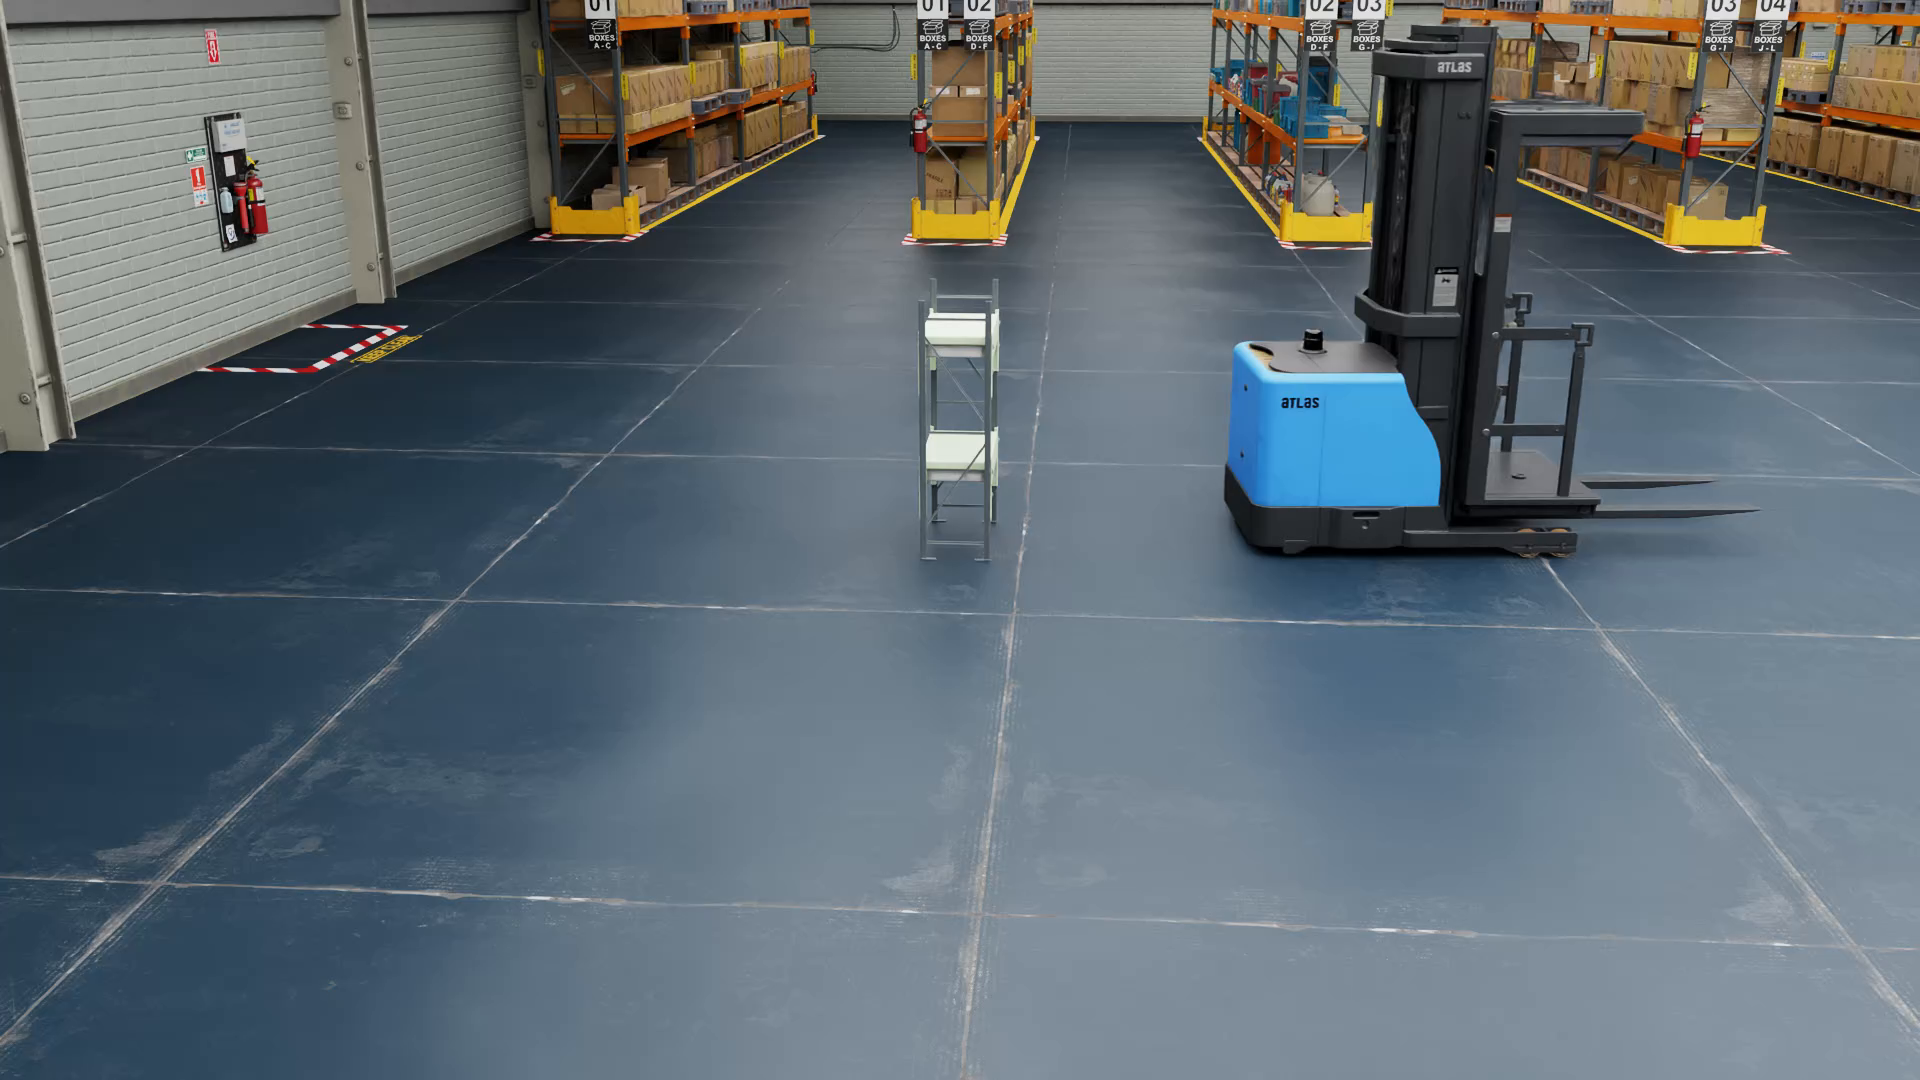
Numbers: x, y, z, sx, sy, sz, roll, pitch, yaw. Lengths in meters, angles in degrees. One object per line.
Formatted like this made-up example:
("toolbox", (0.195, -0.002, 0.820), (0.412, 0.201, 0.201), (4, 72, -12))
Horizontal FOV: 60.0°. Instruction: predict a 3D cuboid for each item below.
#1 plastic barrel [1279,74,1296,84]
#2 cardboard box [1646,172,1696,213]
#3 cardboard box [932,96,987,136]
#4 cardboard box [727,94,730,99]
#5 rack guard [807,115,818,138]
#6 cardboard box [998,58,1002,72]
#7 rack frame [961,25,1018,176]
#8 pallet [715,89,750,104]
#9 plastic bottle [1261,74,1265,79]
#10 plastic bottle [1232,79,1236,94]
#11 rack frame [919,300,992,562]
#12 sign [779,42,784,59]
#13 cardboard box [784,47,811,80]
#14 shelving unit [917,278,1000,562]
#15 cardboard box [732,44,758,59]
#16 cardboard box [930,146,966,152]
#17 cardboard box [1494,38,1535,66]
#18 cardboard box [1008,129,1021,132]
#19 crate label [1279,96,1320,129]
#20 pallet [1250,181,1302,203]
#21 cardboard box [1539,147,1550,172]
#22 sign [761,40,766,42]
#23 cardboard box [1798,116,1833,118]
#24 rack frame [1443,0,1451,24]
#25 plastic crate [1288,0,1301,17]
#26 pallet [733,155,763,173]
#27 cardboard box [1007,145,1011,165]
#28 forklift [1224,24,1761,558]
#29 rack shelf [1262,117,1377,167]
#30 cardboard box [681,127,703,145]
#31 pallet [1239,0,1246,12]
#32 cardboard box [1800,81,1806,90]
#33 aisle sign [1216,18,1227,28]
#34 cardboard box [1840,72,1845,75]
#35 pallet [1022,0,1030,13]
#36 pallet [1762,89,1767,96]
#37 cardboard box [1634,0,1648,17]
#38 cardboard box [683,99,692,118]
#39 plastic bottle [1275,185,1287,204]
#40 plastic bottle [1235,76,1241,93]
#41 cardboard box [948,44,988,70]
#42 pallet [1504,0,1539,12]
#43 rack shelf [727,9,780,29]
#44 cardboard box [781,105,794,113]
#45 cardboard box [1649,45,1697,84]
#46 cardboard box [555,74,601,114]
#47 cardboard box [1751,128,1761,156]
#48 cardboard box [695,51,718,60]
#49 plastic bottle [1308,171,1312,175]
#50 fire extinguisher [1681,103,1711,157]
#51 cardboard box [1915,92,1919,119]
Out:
("plastic barrel", (5.601, -7.608, 28.144), (0.421, 0.512, 0.421), (0, 18, 0))
("cardboard box", (9.962, -4.869, 23.306), (0.500, 0.500, 0.500), (3, 18, 9))
("cardboard box", (-0.006, -5.698, 22.335), (0.700, 0.500, 0.500), (1, 18, 4))
("cardboard box", (-4.165, -8.087, 30.158), (0.380, 0.149, 0.250), (1, 18, 3))
("rack guard", (-3.845, -9.404, 37.820), (1.175, 0.500, 0.348), (1, 18, 4))
("cardboard box", (0.454, -8.436, 30.015), (0.700, 0.500, 0.500), (-5, 19, -15))
("rack frame", (0.521, -7.991, 29.492), (1.000, 3.000, 0.127), (1, 18, 4))
("pallet", (-4.365, -7.785, 29.173), (1.213, 0.211, 1.003), (1, 18, 4))
("plastic bottle", (5.865, -8.808, 32.066), (0.144, 0.351, 0.185), (1, 18, 4))
("plastic bottle", (5.269, -8.639, 31.671), (0.152, 0.276, 0.135), (1, 18, 4))
("rack frame", (-0.027, -0.597, 9.336), (0.400, 1.500, 0.023), (1, 18, 4))
("sign", (-3.591, -9.846, 33.421), (0.100, 0.325, 0.005), (1, 18, 4))
("cardboard box", (-3.873, -10.569, 36.878), (0.980, 0.700, 0.700), (2, 18, 6))
("shelving unit", (0.000, -0.711, 9.683), (0.431, 1.500, 0.755), (1, 18, 4))
("cardboard box", (-4.060, -9.112, 31.040), (0.500, 0.250, 0.500), (1, 18, 4))
("cardboard box", (-0.182, -5.550, 24.580), (0.500, 0.500, 0.500), (1, 18, 4))
("cardboard box", (10.651, -9.336, 31.827), (0.797, 0.503, 0.637), (1, 18, 2))
("cardboard box", (0.871, -7.310, 30.721), (0.500, 0.500, 0.500), (1, 18, 2))
("crate label", (4.750, -5.989, 23.326), (0.502, 0.435, 0.616), (1, 18, 4))
("pallet", (5.193, -5.556, 26.541), (1.003, 0.211, 1.213), (1, 18, 4))
("cardboard box", (10.374, -6.581, 28.498), (0.700, 0.500, 0.500), (0, 18, 1))
("sign", (-4.399, -11.048, 37.305), (0.100, 0.325, 0.005), (1, 18, 4))
("cardboard box", (15.754, -7.676, 30.667), (0.500, 0.250, 0.500), (0, 18, 1))
("rack frame", (10.976, -10.253, 36.396), (1.000, 3.000, 0.127), (1, 18, 4))
("plastic crate", (4.725, -7.411, 22.932), (0.392, 0.384, 0.575), (1, 18, 4))
("pallet", (-4.288, -7.018, 31.002), (1.003, 0.211, 1.213), (1, 18, 4))
("cardboard box", (0.590, -6.347, 27.315), (0.500, 0.311, 0.500), (1, 18, 2))
("forklift", (3.182, -1.455, 9.655), (3.031, 2.935, 1.130), (0, 18, -1))
("rack shelf", (5.032, -5.674, 23.576), (1.077, 0.370, 4.000), (1, 18, 4))
("cardboard box", (-4.609, -6.763, 27.848), (0.500, 0.250, 0.500), (1, 18, 2))
("pallet", (5.711, -9.859, 30.680), (1.003, 0.211, 1.213), (1, 18, 4))
("cardboard box", (14.938, -7.947, 29.088), (0.380, 0.149, 0.250), (1, 18, 4))
("aisle sign", (5.744, -11.628, 36.417), (0.394, 0.787, 0.004), (1, 18, 4))
("cardboard box", (15.594, -8.078, 29.009), (0.380, 0.149, 0.250), (2, 18, 7))
("pallet", (0.562, -9.114, 28.405), (1.213, 0.211, 1.003), (2, 18, 6))
("pallet", (15.429, -8.543, 31.486), (1.003, 0.211, 1.213), (1, 18, 4))
("cardboard box", (9.748, -7.428, 23.197), (0.500, 0.250, 0.500), (1, 18, 2))
("cardboard box", (-4.438, -6.642, 25.585), (0.500, 0.250, 0.500), (1, 18, 4))
("plastic bottle", (4.628, -4.967, 23.931), (0.152, 0.276, 0.135), (1, 18, 4))
("plastic bottle", (5.223, -8.493, 31.104), (0.144, 0.351, 0.185), (1, 18, 4))
("cardboard box", (0.030, -6.495, 22.682), (0.700, 0.500, 0.500), (1, 18, 2))
("pallet", (10.472, -9.653, 30.050), (1.003, 0.211, 1.213), (2, 18, 6))
("rack shelf", (-4.276, -9.805, 31.366), (1.077, 0.370, 4.000), (1, 18, 4))
("cardboard box", (-3.733, -9.157, 35.349), (0.380, 0.149, 0.250), (1, 18, 2))
("cardboard box", (9.690, -6.435, 22.499), (0.500, 0.500, 0.500), (1, 18, 4))
("cardboard box", (-5.172, -6.061, 22.608), (0.500, 0.500, 0.500), (1, 18, 3))
("cardboard box", (15.275, -7.492, 31.311), (0.500, 0.500, 0.500), (2, 18, 6))
("cardboard box", (-4.423, -8.457, 29.006), (0.380, 0.149, 0.250), (-2, 18, -5))
("plastic bottle", (5.273, -5.384, 25.083), (0.144, 0.351, 0.185), (1, 18, 4))
("fire extinguisher", (9.361, -5.222, 21.166), (0.296, 0.674, 0.183), (1, 18, 4))
("cardboard box", (14.826, -6.599, 25.086), (0.500, 0.500, 0.500), (1, 18, 4))
